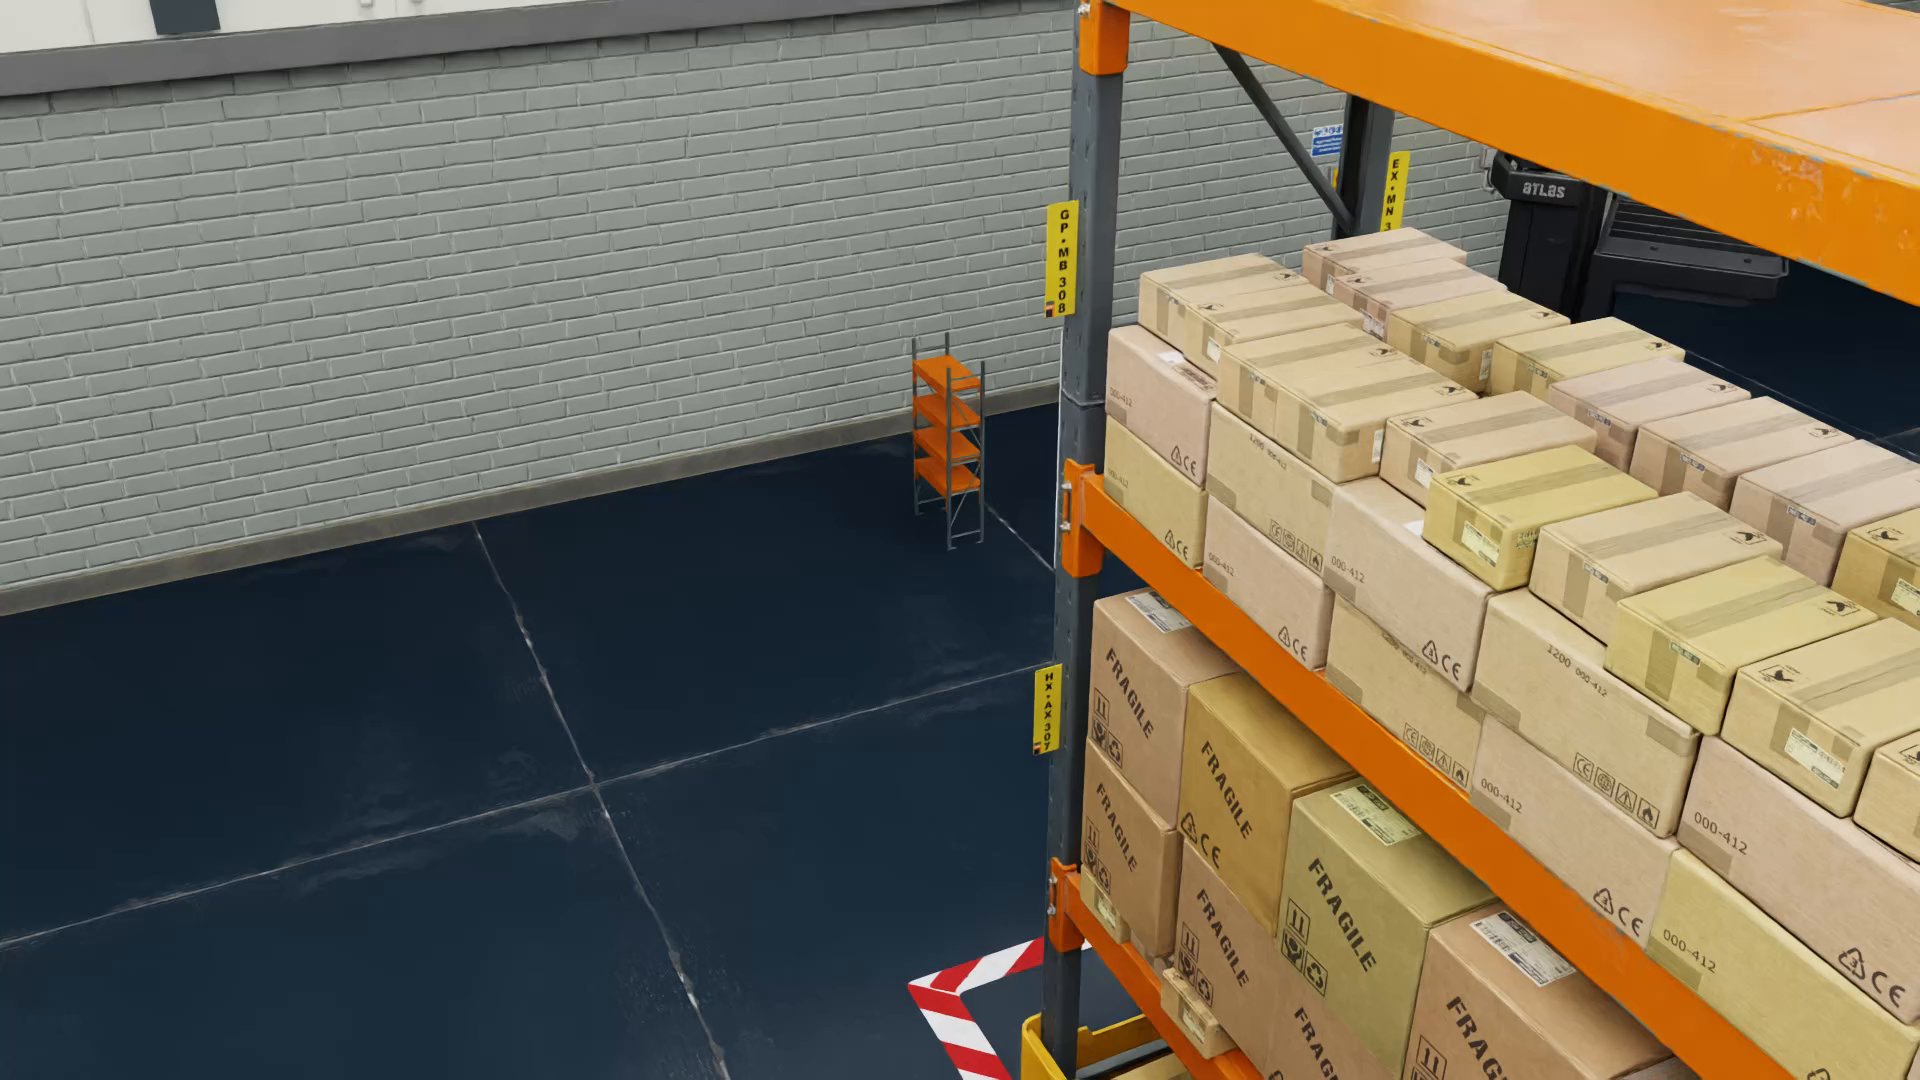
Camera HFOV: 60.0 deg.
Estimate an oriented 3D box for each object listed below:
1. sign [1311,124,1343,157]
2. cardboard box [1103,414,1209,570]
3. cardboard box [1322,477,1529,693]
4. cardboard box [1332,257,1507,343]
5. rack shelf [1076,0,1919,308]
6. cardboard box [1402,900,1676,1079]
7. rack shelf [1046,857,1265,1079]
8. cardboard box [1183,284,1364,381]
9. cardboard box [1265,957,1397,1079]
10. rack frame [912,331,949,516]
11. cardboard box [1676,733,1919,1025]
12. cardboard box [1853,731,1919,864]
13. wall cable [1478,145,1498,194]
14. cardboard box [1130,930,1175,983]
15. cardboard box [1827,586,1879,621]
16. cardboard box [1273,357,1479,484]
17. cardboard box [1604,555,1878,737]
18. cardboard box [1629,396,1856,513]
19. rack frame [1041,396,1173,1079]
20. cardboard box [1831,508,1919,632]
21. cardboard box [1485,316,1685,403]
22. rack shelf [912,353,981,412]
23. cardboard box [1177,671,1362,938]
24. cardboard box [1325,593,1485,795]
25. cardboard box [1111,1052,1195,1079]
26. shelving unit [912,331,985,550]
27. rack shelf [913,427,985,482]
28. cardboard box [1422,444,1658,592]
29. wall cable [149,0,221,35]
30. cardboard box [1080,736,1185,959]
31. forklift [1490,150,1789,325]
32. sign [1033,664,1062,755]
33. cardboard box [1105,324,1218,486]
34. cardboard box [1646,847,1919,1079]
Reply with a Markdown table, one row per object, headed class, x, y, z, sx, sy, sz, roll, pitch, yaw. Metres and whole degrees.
| class | x | y | z | sx | sy | sz | roll | pitch | yaw |
| --- | --- | --- | --- | --- | --- | --- | --- | --- | --- |
| sign | 2.688 | -2.899 | 12.049 | 0.327 | 0.218 | 0.001 | -13 | 32 | -22 |
| cardboard box | 0.734 | -0.185 | 4.572 | 0.500 | 0.250 | 0.500 | -12 | 31 | -20 |
| cardboard box | 1.157 | 0.049 | 3.643 | 0.500 | 0.250 | 0.500 | -13 | 32 | -21 |
| cardboard box | 1.217 | -0.619 | 4.427 | 0.380 | 0.149 | 0.250 | -13 | 32 | -21 |
| rack shelf | 1.631 | -0.612 | 2.853 | 1.077 | 0.370 | 4.000 | -13 | 32 | -22 |
| cardboard box | 1.372 | 1.131 | 3.711 | 0.500 | 0.500 | 0.500 | -14 | 32 | -24 |
| rack shelf | 1.631 | 2.003 | 4.319 | 1.077 | 0.370 | 4.000 | -13 | 32 | -22 |
| cardboard box | 0.799 | -0.522 | 4.254 | 0.380 | 0.149 | 0.250 | -12 | 31 | -20 |
| cardboard box | 1.167 | 1.339 | 4.362 | 0.500 | 0.500 | 0.500 | -13 | 32 | -21 |
| rack frame | -0.176 | -0.704 | 10.252 | 0.240 | 1.200 | 0.015 | -13 | 32 | -22 |
| cardboard box | 1.621 | 0.500 | 2.840 | 0.500 | 0.250 | 0.500 | -12 | 31 | -20 |
| cardboard box | 1.653 | 0.398 | 2.613 | 0.380 | 0.149 | 0.250 | -14 | 32 | -24 |
| wall cable | 4.033 | -3.510 | 12.377 | 0.588 | 1.984 | 0.122 | -13 | 32 | -22 |
| cardboard box | 0.762 | 1.231 | 5.217 | 0.380 | 0.149 | 0.250 | -12 | 31 | -20 |
| cardboard box | 1.844 | 0.173 | 3.423 | 0.500 | 0.250 | 0.500 | -15 | 32 | -24 |
| cardboard box | 0.953 | -0.279 | 3.821 | 0.380 | 0.149 | 0.250 | -13 | 32 | -21 |
| cardboard box | 1.402 | 0.184 | 2.996 | 0.380 | 0.149 | 0.250 | -14 | 32 | -23 |
| cardboard box | 1.701 | -0.171 | 3.629 | 0.380 | 0.149 | 0.250 | -12 | 32 | -21 |
| rack frame | 0.772 | 0.806 | 5.719 | 1.000 | 3.000 | 0.127 | -13 | 32 | -22 |
| cardboard box | 1.938 | 0.055 | 3.225 | 0.380 | 0.149 | 0.250 | -14 | 32 | -23 |
| cardboard box | 1.520 | -0.407 | 4.050 | 0.380 | 0.149 | 0.250 | -13 | 32 | -21 |
| rack shelf | -0.071 | -0.939 | 9.868 | 0.258 | 0.148 | 0.480 | -13 | 32 | -22 |
| cardboard box | 0.947 | 0.672 | 4.529 | 0.500 | 0.500 | 0.500 | -12 | 31 | -21 |
| cardboard box | 1.189 | 0.273 | 3.755 | 0.500 | 0.250 | 0.500 | -14 | 32 | -24 |
| cardboard box | 0.690 | 1.910 | 5.628 | 0.380 | 0.149 | 0.250 | -15 | 32 | -24 |
| shelving unit | -0.071 | -0.596 | 10.060 | 0.258 | 1.200 | 0.503 | -13 | 32 | -22 |
| rack shelf | -0.071 | -0.538 | 10.093 | 0.258 | 0.148 | 0.480 | -13 | 32 | -22 |
| cardboard box | 1.186 | -0.051 | 3.414 | 0.380 | 0.149 | 0.250 | -12 | 31 | -20 |
| wall cable | -3.066 | -5.439 | 7.432 | 2.277 | 5.999 | 0.120 | -13 | 32 | -22 |
| cardboard box | 0.715 | 0.889 | 5.164 | 0.500 | 0.500 | 0.500 | -12 | 31 | -20 |
| forklift | 3.320 | -0.560 | 8.225 | 3.031 | 2.935 | 1.130 | 12 | 32 | 21 |
| sign | 0.282 | 0.542 | 5.304 | 0.100 | 0.325 | 0.005 | -13 | 32 | -22 |
| cardboard box | 0.730 | -0.402 | 4.449 | 0.500 | 0.250 | 0.500 | -13 | 32 | -21 |
| cardboard box | 1.612 | 0.723 | 2.954 | 0.500 | 0.250 | 0.500 | -13 | 32 | -23 |
